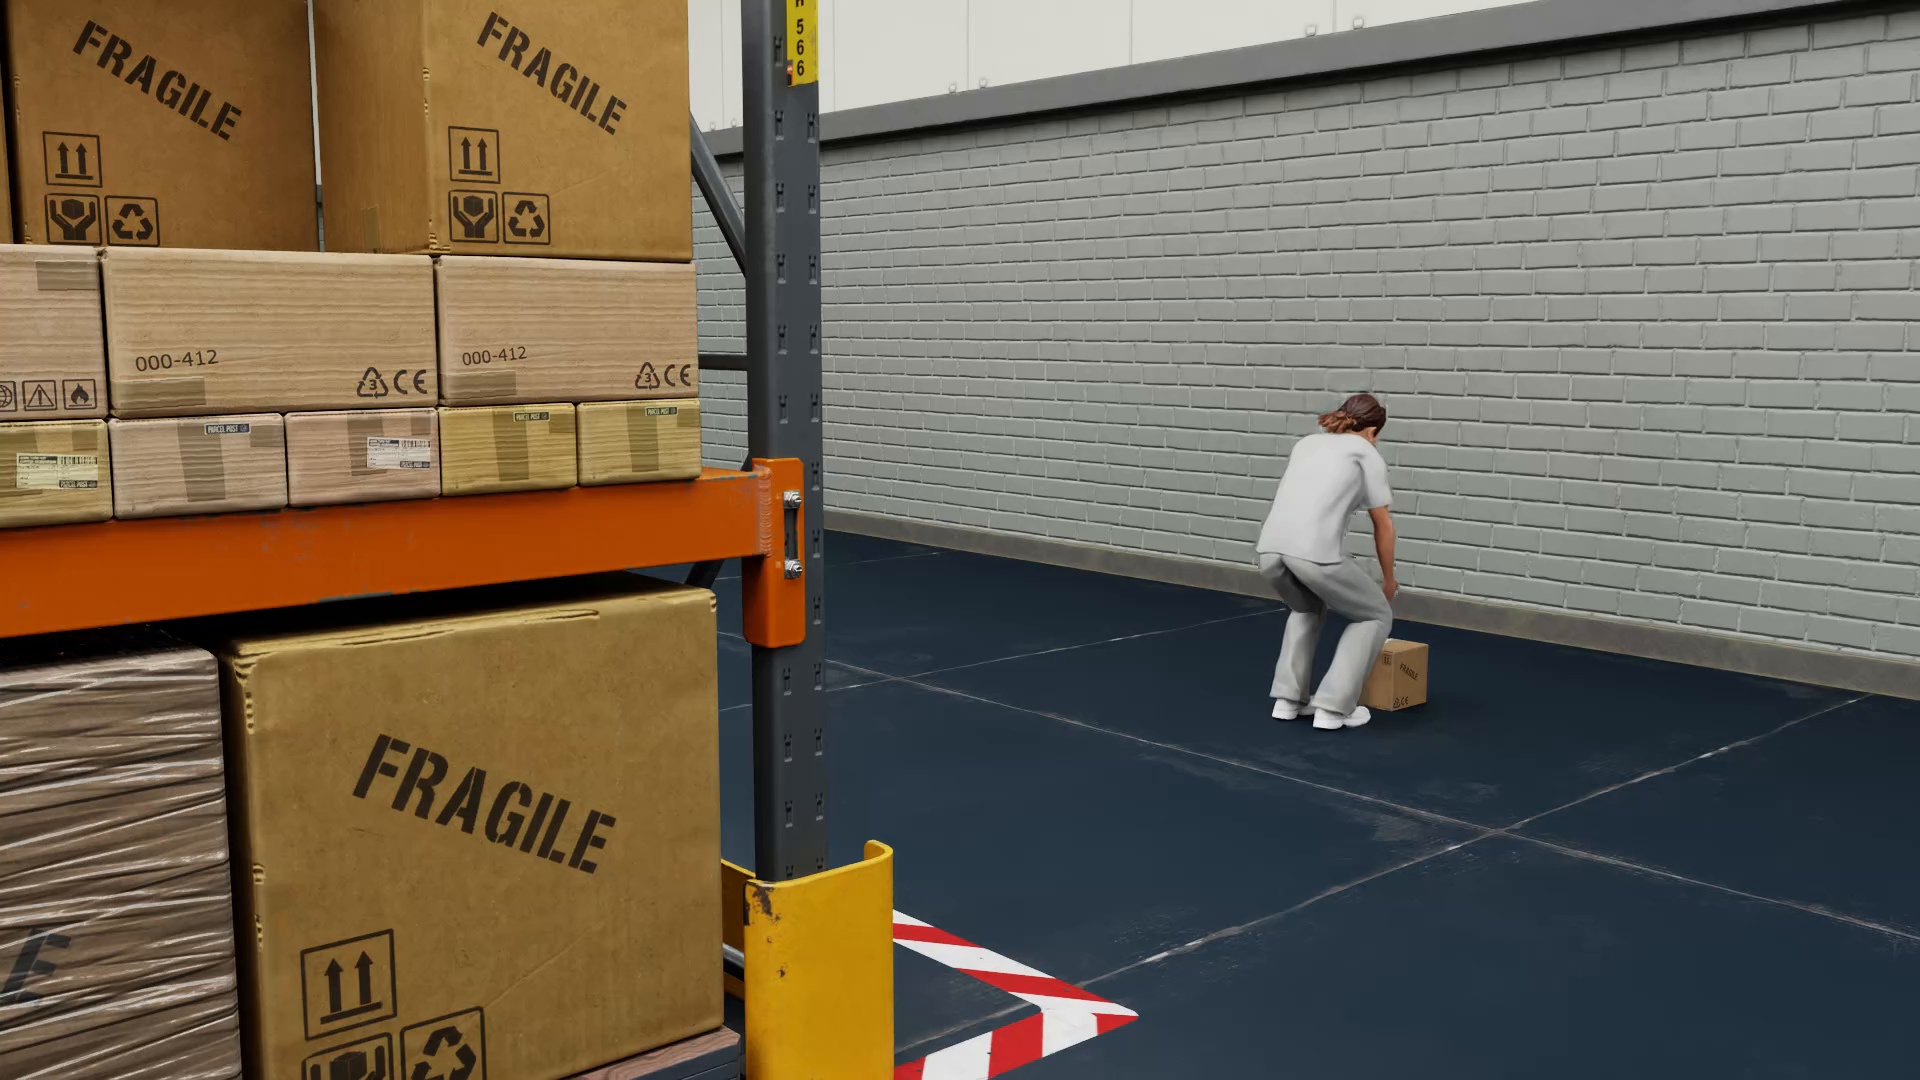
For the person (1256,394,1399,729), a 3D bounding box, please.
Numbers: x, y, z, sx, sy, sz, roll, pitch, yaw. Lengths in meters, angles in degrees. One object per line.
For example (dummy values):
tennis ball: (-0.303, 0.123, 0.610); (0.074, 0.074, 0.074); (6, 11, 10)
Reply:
person: (1.465, 0.073, 6.683); (0.683, 1.304, 0.494); (-6, 10, -41)
